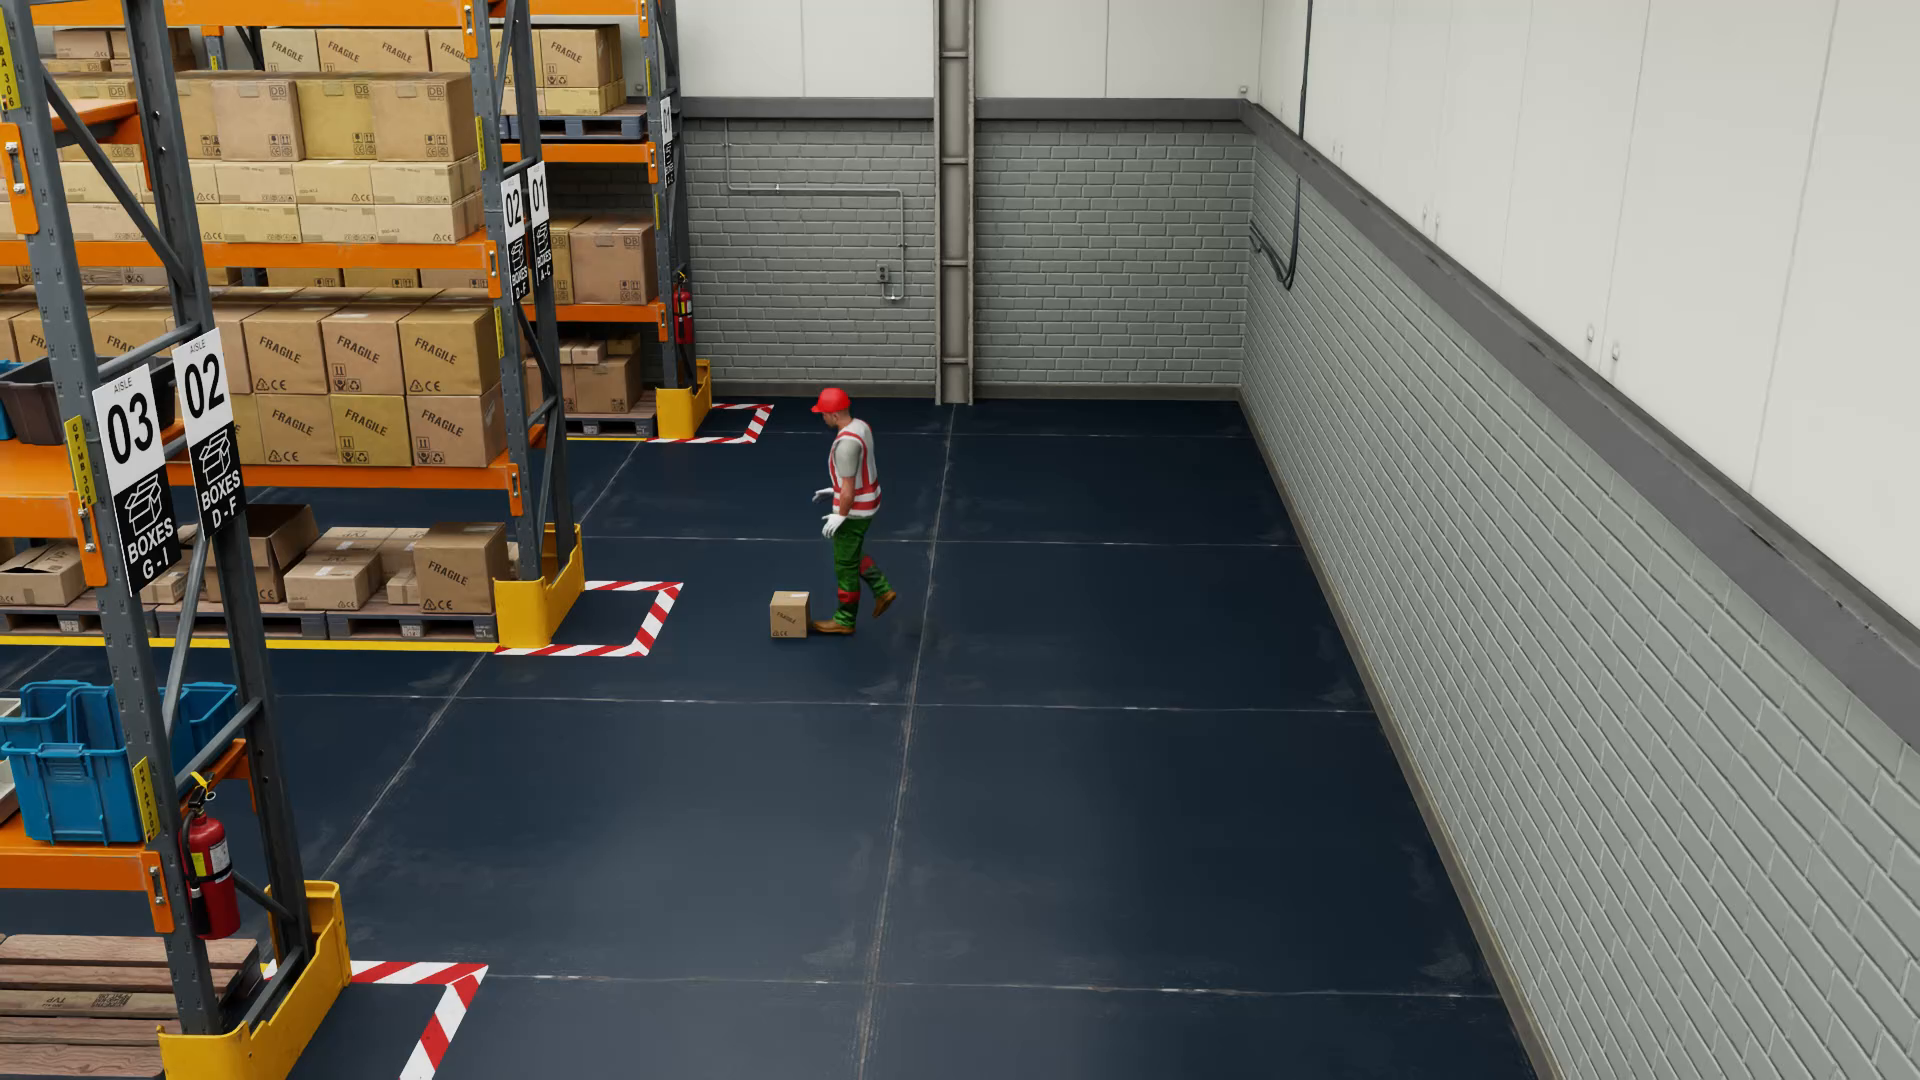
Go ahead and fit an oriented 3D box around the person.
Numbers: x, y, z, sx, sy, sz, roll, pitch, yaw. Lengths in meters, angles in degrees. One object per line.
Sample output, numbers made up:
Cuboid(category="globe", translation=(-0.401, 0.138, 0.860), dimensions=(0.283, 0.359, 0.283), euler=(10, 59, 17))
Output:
Cuboid(category="person", translation=(-0.767, -0.199, 11.547), dimensions=(0.623, 1.778, 0.542), euler=(4, 21, 9))
